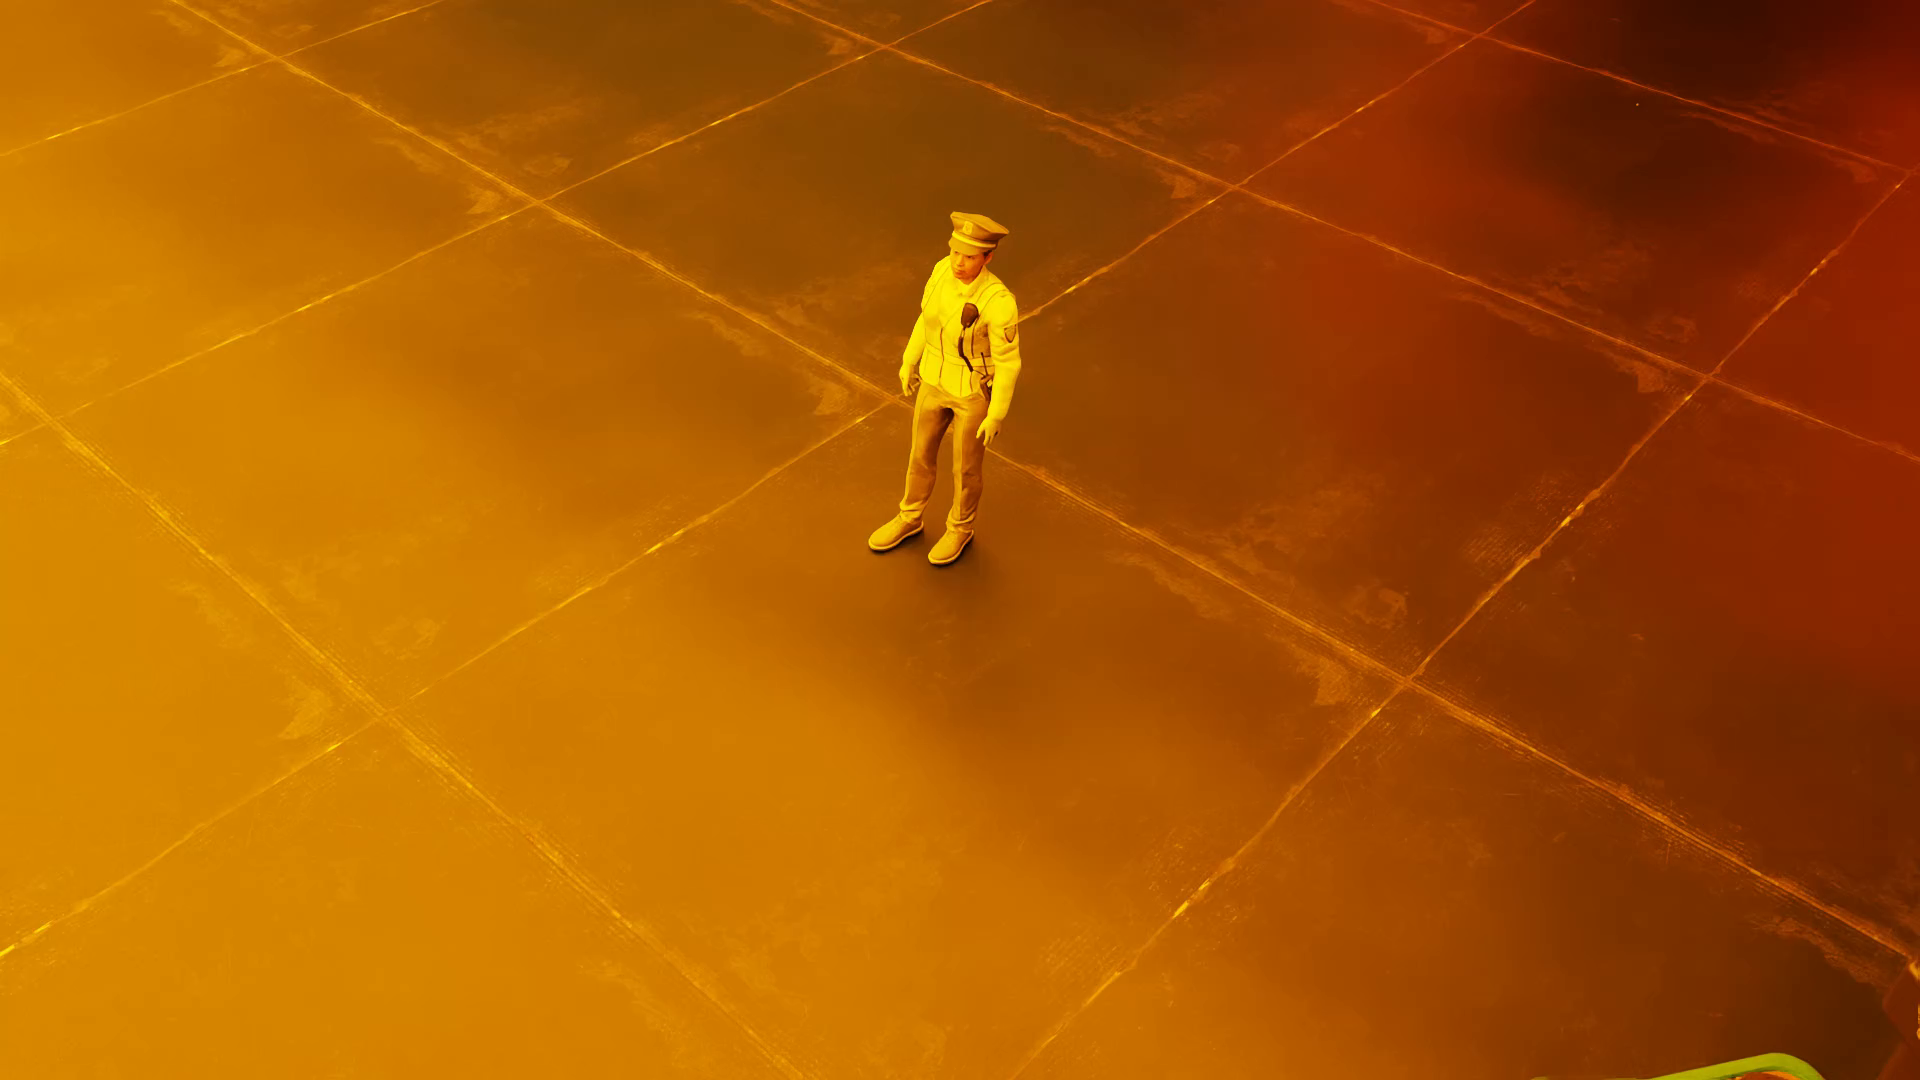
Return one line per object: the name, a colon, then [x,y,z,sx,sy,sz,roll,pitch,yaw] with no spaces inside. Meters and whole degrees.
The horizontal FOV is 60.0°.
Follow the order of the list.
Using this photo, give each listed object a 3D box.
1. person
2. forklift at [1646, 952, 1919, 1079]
person: [-0.052,-0.619,7.088,0.586,1.694,0.530,31,49,31]
forklift: [2.100,2.069,3.017,1.130,2.935,3.031,-8,41,-10]
